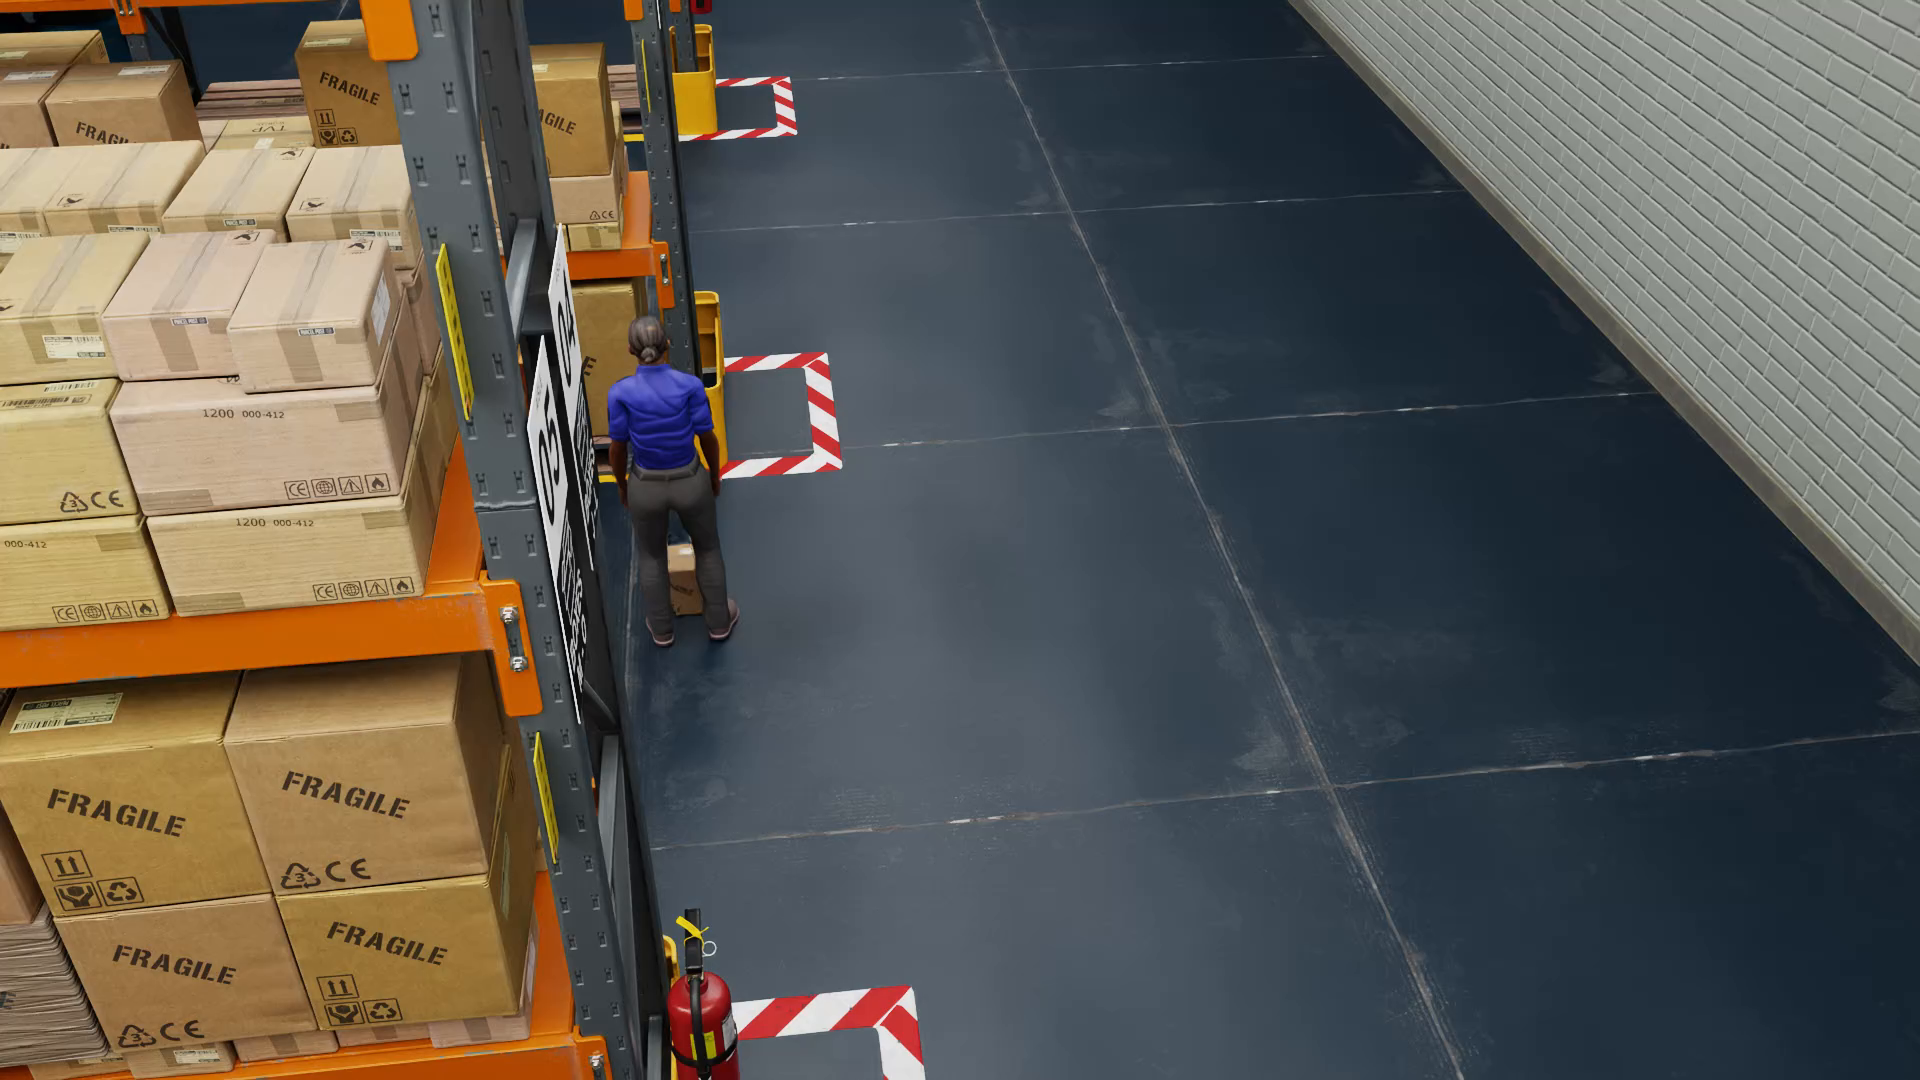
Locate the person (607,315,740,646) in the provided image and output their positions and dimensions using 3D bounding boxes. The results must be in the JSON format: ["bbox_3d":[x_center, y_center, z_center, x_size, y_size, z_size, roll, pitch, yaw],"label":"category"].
[{"bbox_3d":[-1.304,-0.245,7.498,0.503,1.656,0.343,-6,35,-8],"label":"person"}]
